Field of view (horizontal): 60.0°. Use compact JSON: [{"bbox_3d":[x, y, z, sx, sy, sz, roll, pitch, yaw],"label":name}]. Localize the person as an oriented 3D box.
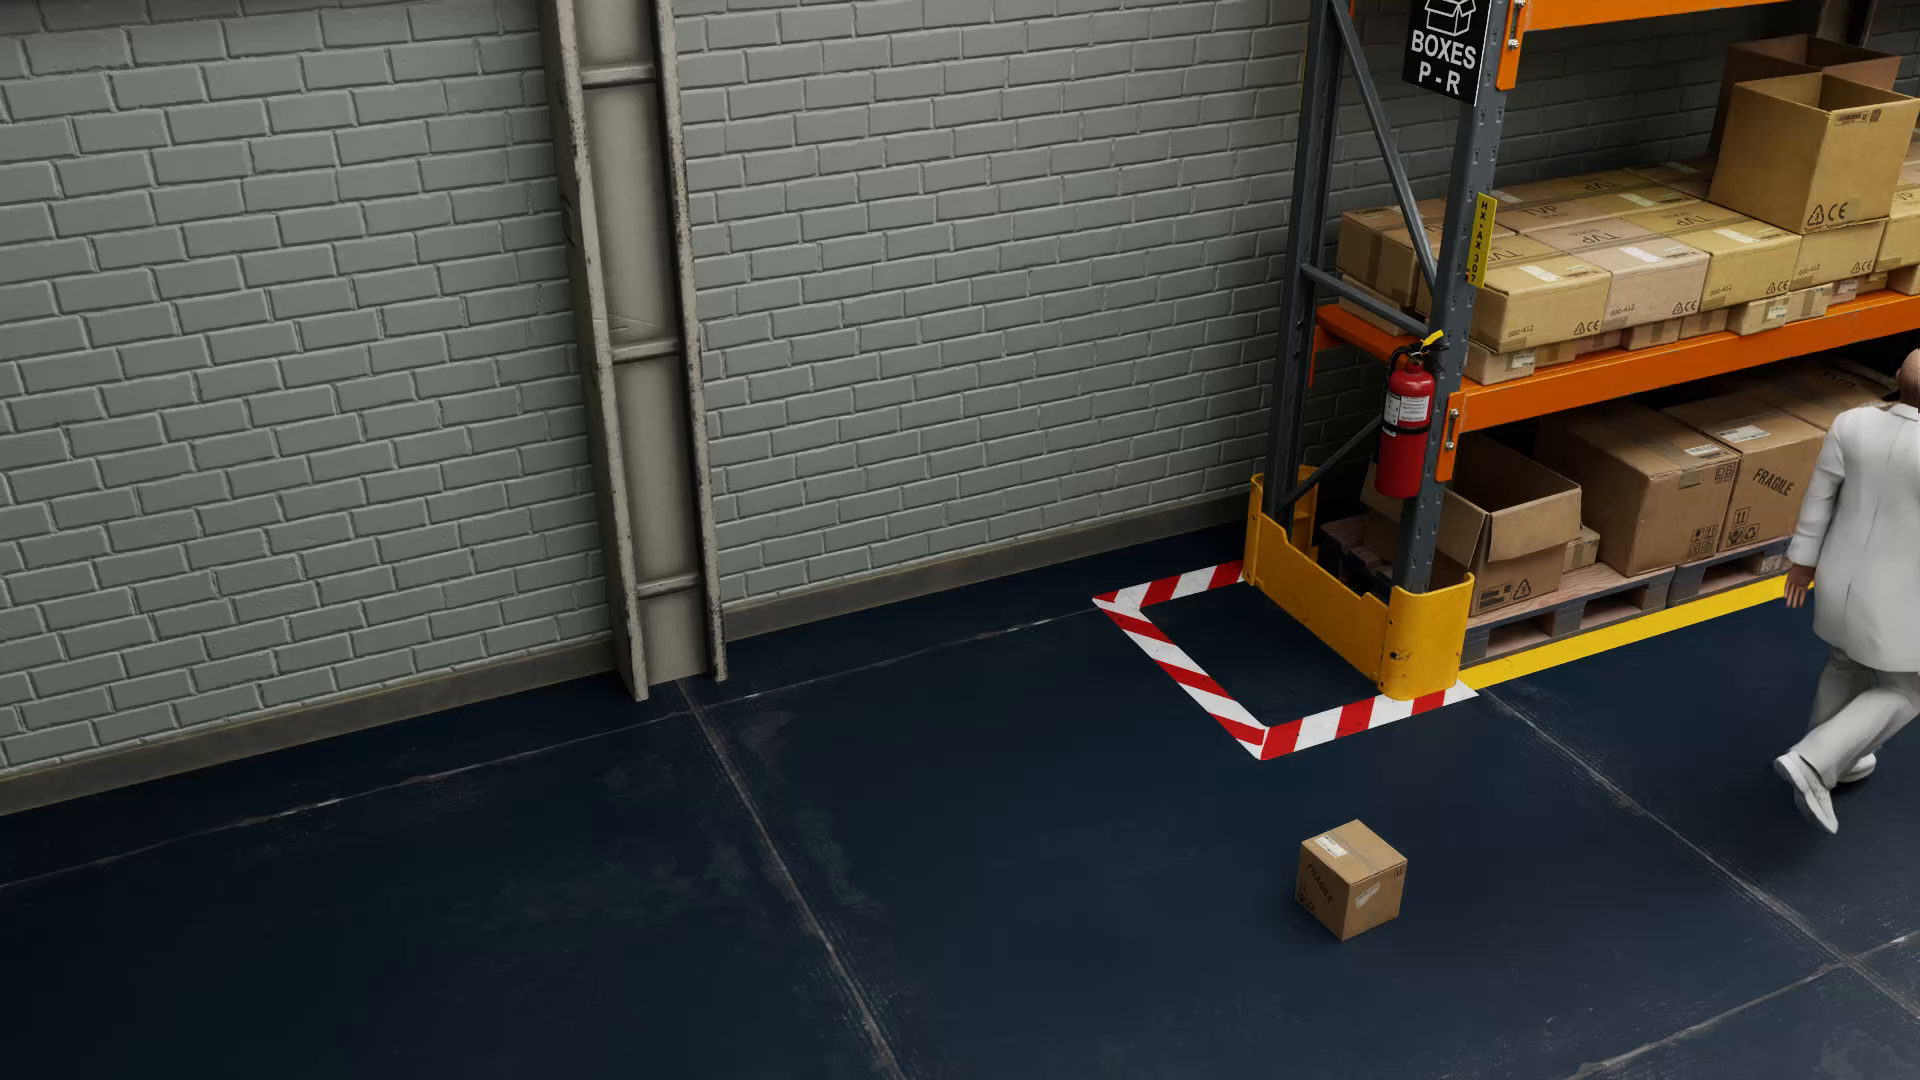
[{"bbox_3d":[3.136,0.174,5.772,0.756,1.767,0.619,-14,32,-24],"label":"person"}]
